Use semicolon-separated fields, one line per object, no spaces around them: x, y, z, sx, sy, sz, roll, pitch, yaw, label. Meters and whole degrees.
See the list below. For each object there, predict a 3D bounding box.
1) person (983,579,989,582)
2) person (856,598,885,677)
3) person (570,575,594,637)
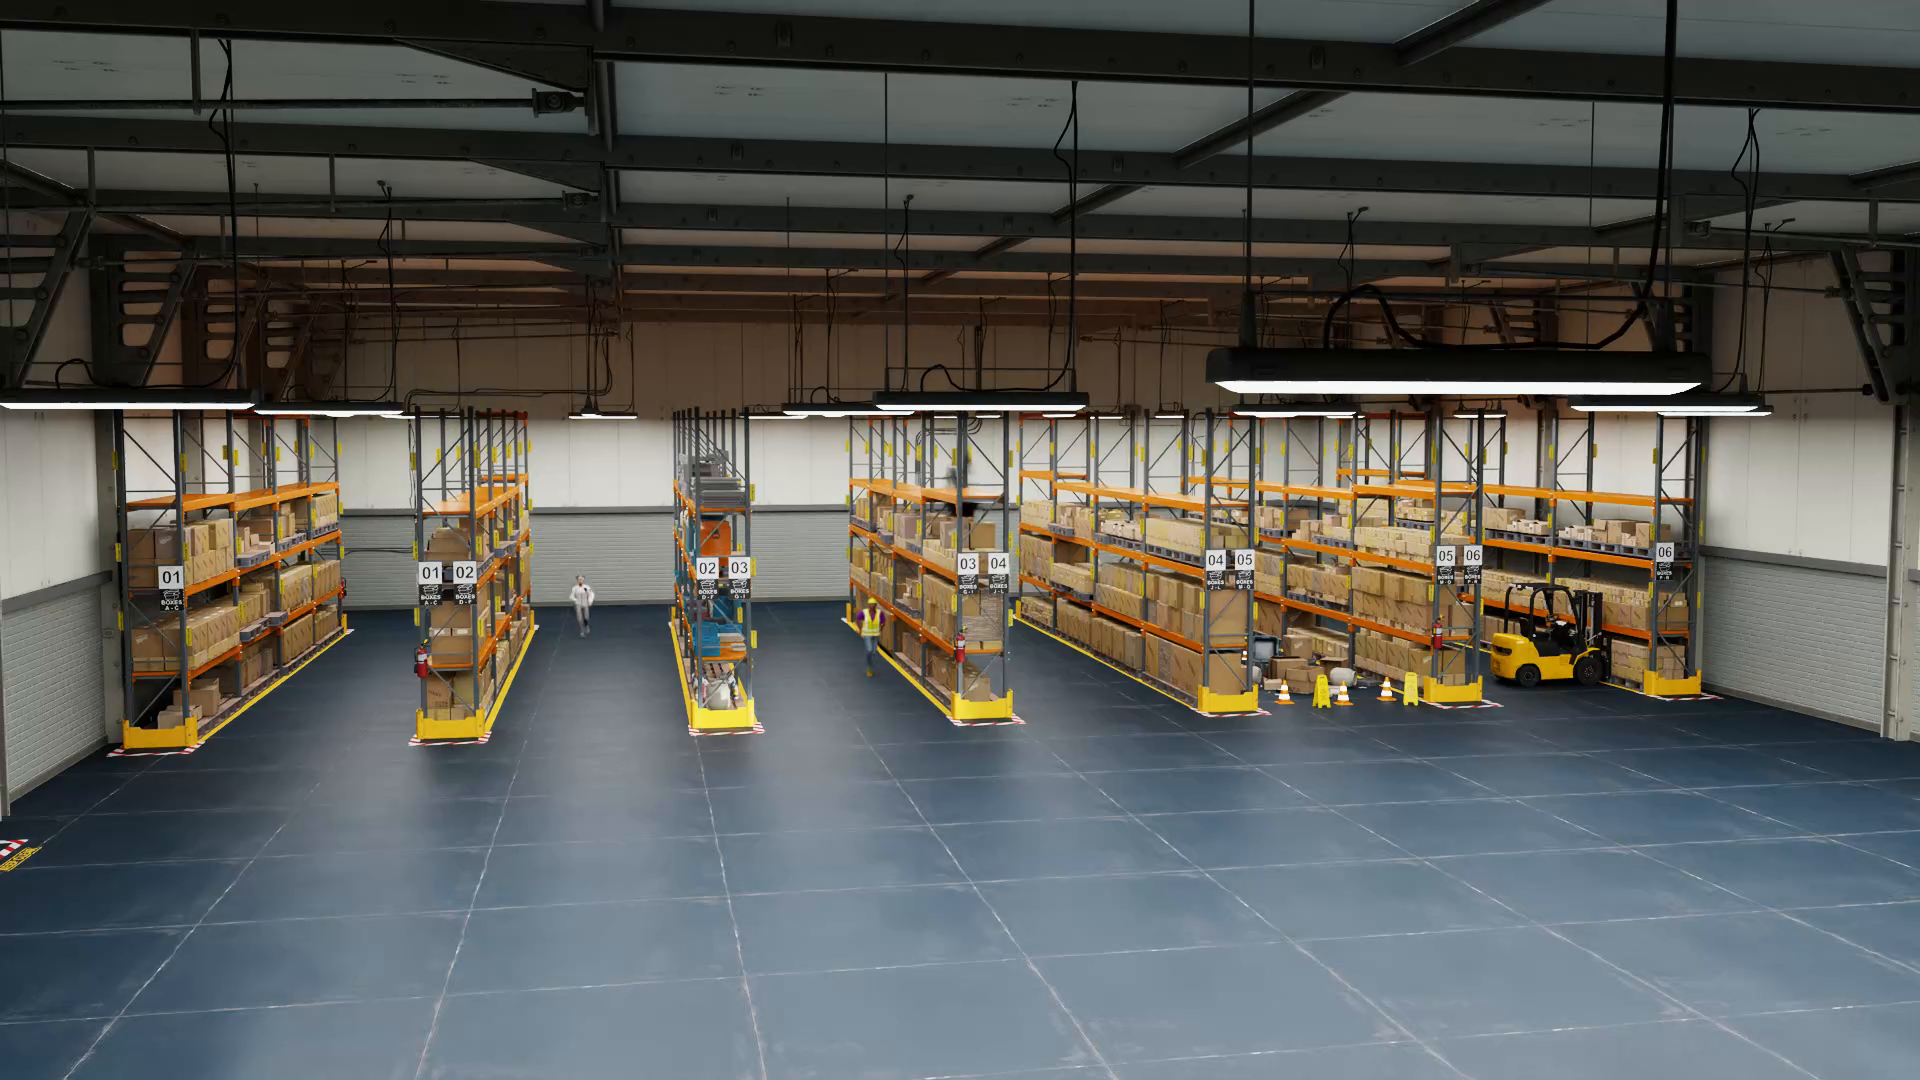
0.720;1.511;47.185;0.735;1.716;0.560;0;4;-3;person
-1.985;2.190;37.535;0.606;1.801;0.839;-2;4;-21;person
-10.074;1.754;44.324;0.645;1.659;0.531;-1;4;-14;person
